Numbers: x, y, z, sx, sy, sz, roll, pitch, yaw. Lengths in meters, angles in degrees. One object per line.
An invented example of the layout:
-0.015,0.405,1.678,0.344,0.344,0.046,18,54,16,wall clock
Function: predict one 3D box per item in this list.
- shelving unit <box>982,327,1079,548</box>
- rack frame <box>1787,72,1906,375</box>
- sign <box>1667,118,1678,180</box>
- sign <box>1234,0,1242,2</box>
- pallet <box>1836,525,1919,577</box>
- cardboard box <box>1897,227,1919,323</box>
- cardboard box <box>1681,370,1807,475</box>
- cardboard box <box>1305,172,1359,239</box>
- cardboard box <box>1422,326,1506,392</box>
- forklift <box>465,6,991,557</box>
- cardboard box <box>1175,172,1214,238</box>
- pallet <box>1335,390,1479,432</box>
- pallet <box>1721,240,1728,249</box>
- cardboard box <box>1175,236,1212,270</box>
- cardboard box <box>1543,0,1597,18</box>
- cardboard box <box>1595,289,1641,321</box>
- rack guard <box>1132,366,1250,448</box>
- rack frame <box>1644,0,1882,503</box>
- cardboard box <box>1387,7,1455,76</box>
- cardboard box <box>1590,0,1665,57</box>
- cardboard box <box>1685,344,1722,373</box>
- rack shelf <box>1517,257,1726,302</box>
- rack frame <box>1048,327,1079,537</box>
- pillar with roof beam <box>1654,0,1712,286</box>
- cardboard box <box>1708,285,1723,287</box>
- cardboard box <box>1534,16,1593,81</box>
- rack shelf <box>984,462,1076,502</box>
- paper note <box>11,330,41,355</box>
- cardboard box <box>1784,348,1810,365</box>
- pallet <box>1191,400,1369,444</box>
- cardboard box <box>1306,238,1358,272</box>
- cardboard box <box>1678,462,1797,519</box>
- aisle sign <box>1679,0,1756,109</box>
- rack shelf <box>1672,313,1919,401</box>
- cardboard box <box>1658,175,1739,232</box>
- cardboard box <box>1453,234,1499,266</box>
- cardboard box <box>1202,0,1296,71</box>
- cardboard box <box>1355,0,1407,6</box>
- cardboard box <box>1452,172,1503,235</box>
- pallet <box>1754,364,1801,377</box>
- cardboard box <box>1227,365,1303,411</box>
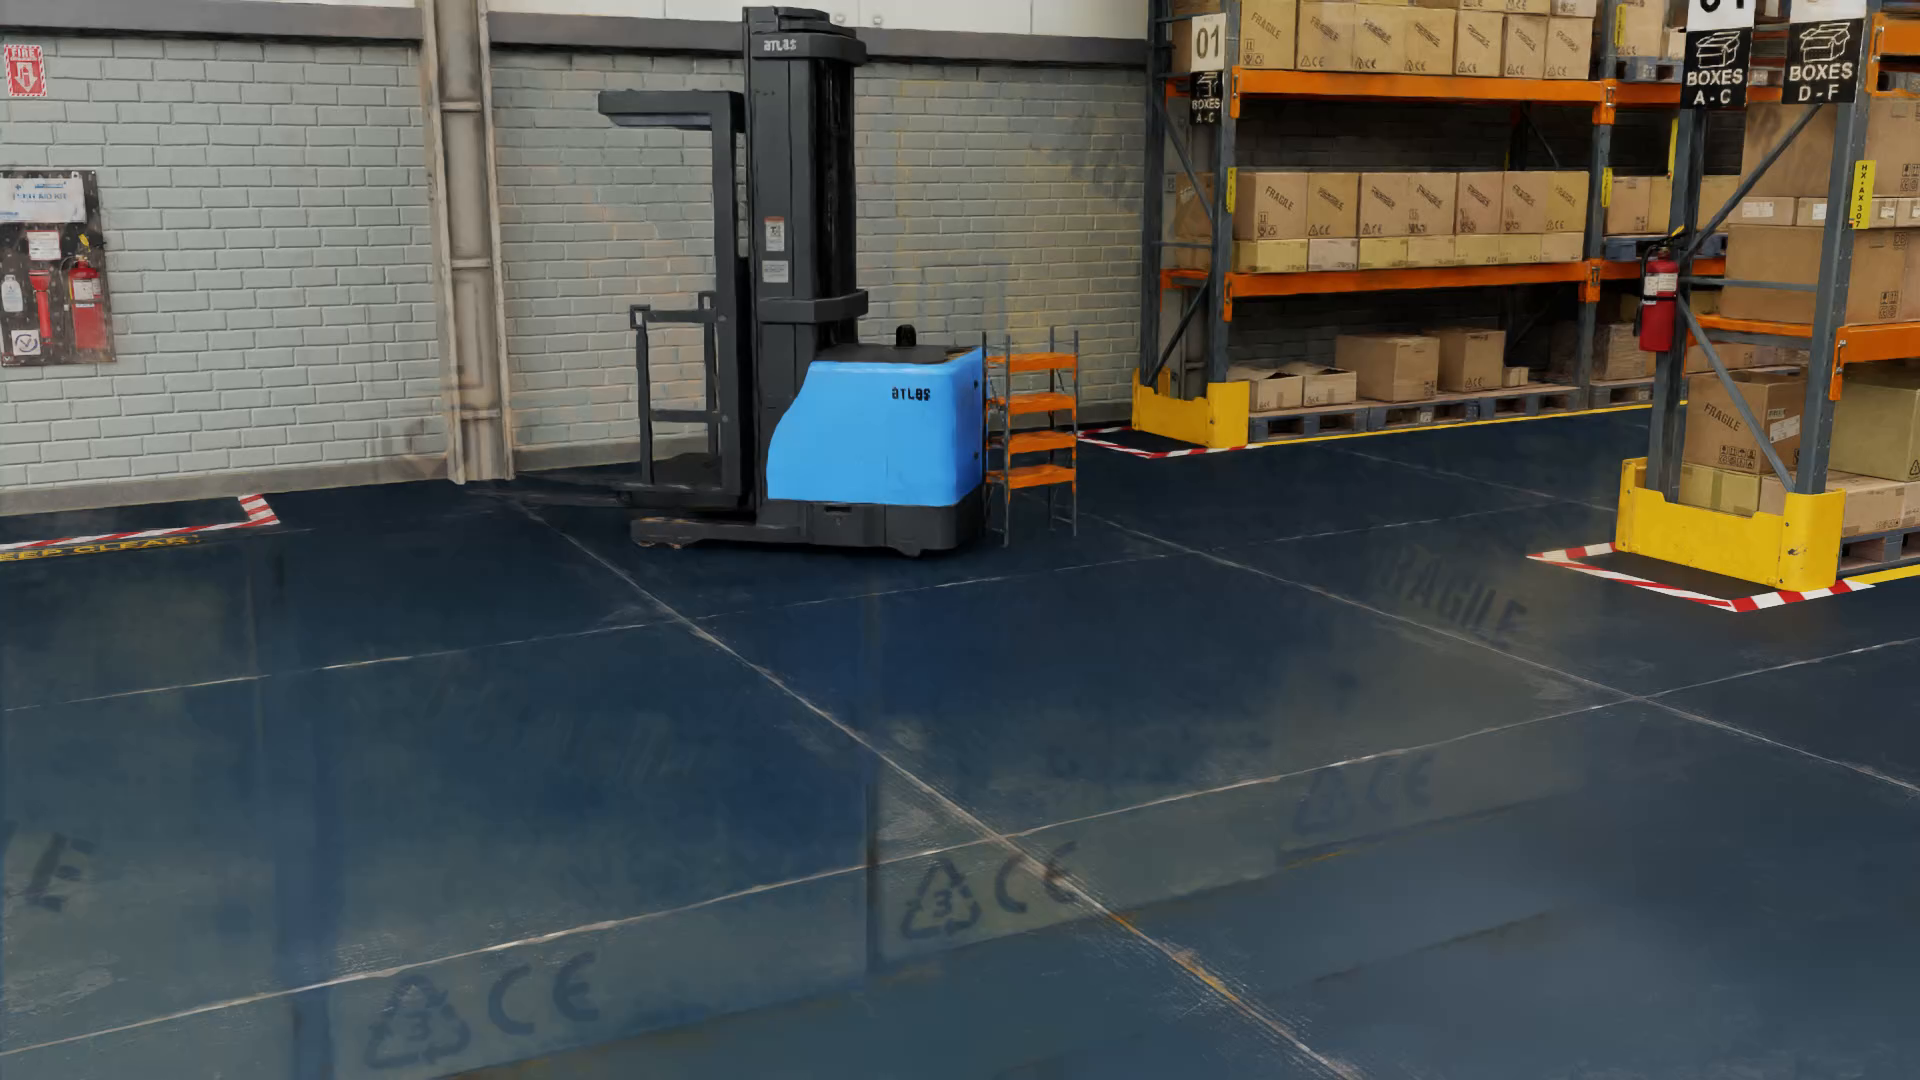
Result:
0.400,-0.596,9.524,0.503,1.200,0.258,-9,15,-34,shelving unit
8.775,-3.123,16.655,0.127,3.000,1.000,-7,14,-28,rack frame
3.882,-2.114,8.993,0.005,0.325,0.100,-7,14,-28,sign
2.013,-4.067,12.025,0.005,0.325,0.100,-7,14,-28,sign
4.781,-0.055,9.374,1.213,0.211,1.003,-7,14,-28,pallet
5.004,-1.479,9.121,0.500,0.500,0.700,-6,14,-26,cardboard box
4.458,-0.670,9.354,0.500,0.500,0.500,-7,14,-28,cardboard box
2.755,-2.626,13.035,0.500,0.500,0.500,-7,14,-28,cardboard box
4.372,-1.581,14.492,0.500,0.500,0.500,-8,15,-32,cardboard box
-1.389,-1.489,9.551,3.031,2.935,1.130,3,13,13,forklift
2.065,-2.674,13.249,0.500,0.500,0.500,-7,14,-28,cardboard box
3.619,-1.135,14.173,1.213,0.211,1.003,-7,14,-28,pallet
8.200,-2.934,16.251,1.003,0.211,1.213,-7,14,-28,pallet
2.070,-2.305,13.314,0.500,0.250,0.500,-7,14,-27,cardboard box
4.954,-4.607,13.866,0.500,0.500,0.500,-8,15,-33,cardboard box
6.287,-2.191,15.496,0.500,0.250,0.500,-7,15,-29,cardboard box
1.820,-1.070,13.225,0.348,0.500,1.175,-7,14,-28,rack guard
4.130,-1.327,8.675,0.127,3.000,1.000,-7,14,-28,rack frame
3.569,-3.956,13.250,0.500,0.500,0.500,-6,14,-24,cardboard box
5.782,-4.461,14.585,0.500,0.500,0.500,-5,13,-20,cardboard box
6.799,-1.888,15.858,0.500,0.500,0.700,-7,14,-27,cardboard box
7.019,-2.562,15.799,4.000,0.370,1.077,-7,14,-28,rack shelf
0.600,-0.627,9.661,0.015,1.200,0.240,-9,15,-34,rack frame
9.282,-5.250,12.443,0.400,9.000,9.100,-7,14,-28,pillar with roof beam
7.637,-2.350,16.204,0.500,0.250,0.500,-7,14,-27,cardboard box
4.937,-4.123,13.993,0.500,0.500,0.500,-6,14,-26,cardboard box
0.400,-0.337,9.583,0.480,0.148,0.258,-9,15,-34,rack shelf
-5.689,-1.203,10.129,0.142,0.148,0.016,-7,14,-28,paper note
8.168,-2.032,16.500,0.500,0.500,0.700,-7,14,-27,cardboard box
2.550,-1.008,13.606,1.213,0.211,1.003,-7,14,-28,pallet
2.782,-2.266,13.140,0.500,0.250,0.500,-7,15,-30,cardboard box
4.459,-0.304,9.434,0.500,0.250,0.500,-7,14,-28,cardboard box
3.931,-2.645,8.610,0.004,0.787,0.394,-7,14,-28,aisle sign
5.885,-1.187,9.689,4.000,0.370,1.077,-7,14,-28,rack shelf
6.784,-3.145,15.524,0.500,0.500,0.700,-5,14,-20,cardboard box
4.118,-2.424,13.844,0.500,0.250,0.500,-7,14,-28,cardboard box
2.166,-3.790,12.515,0.500,0.500,0.500,-6,14,-26,cardboard box
3.116,-4.384,12.875,0.500,0.500,0.500,-6,14,-26,cardboard box
4.115,-2.791,13.767,0.500,0.500,0.500,-7,15,-29,cardboard box
8.088,-1.681,16.597,1.213,0.211,1.003,-7,14,-28,pallet
2.403,-1.240,13.408,0.500,0.311,0.500,-9,15,-34,cardboard box
